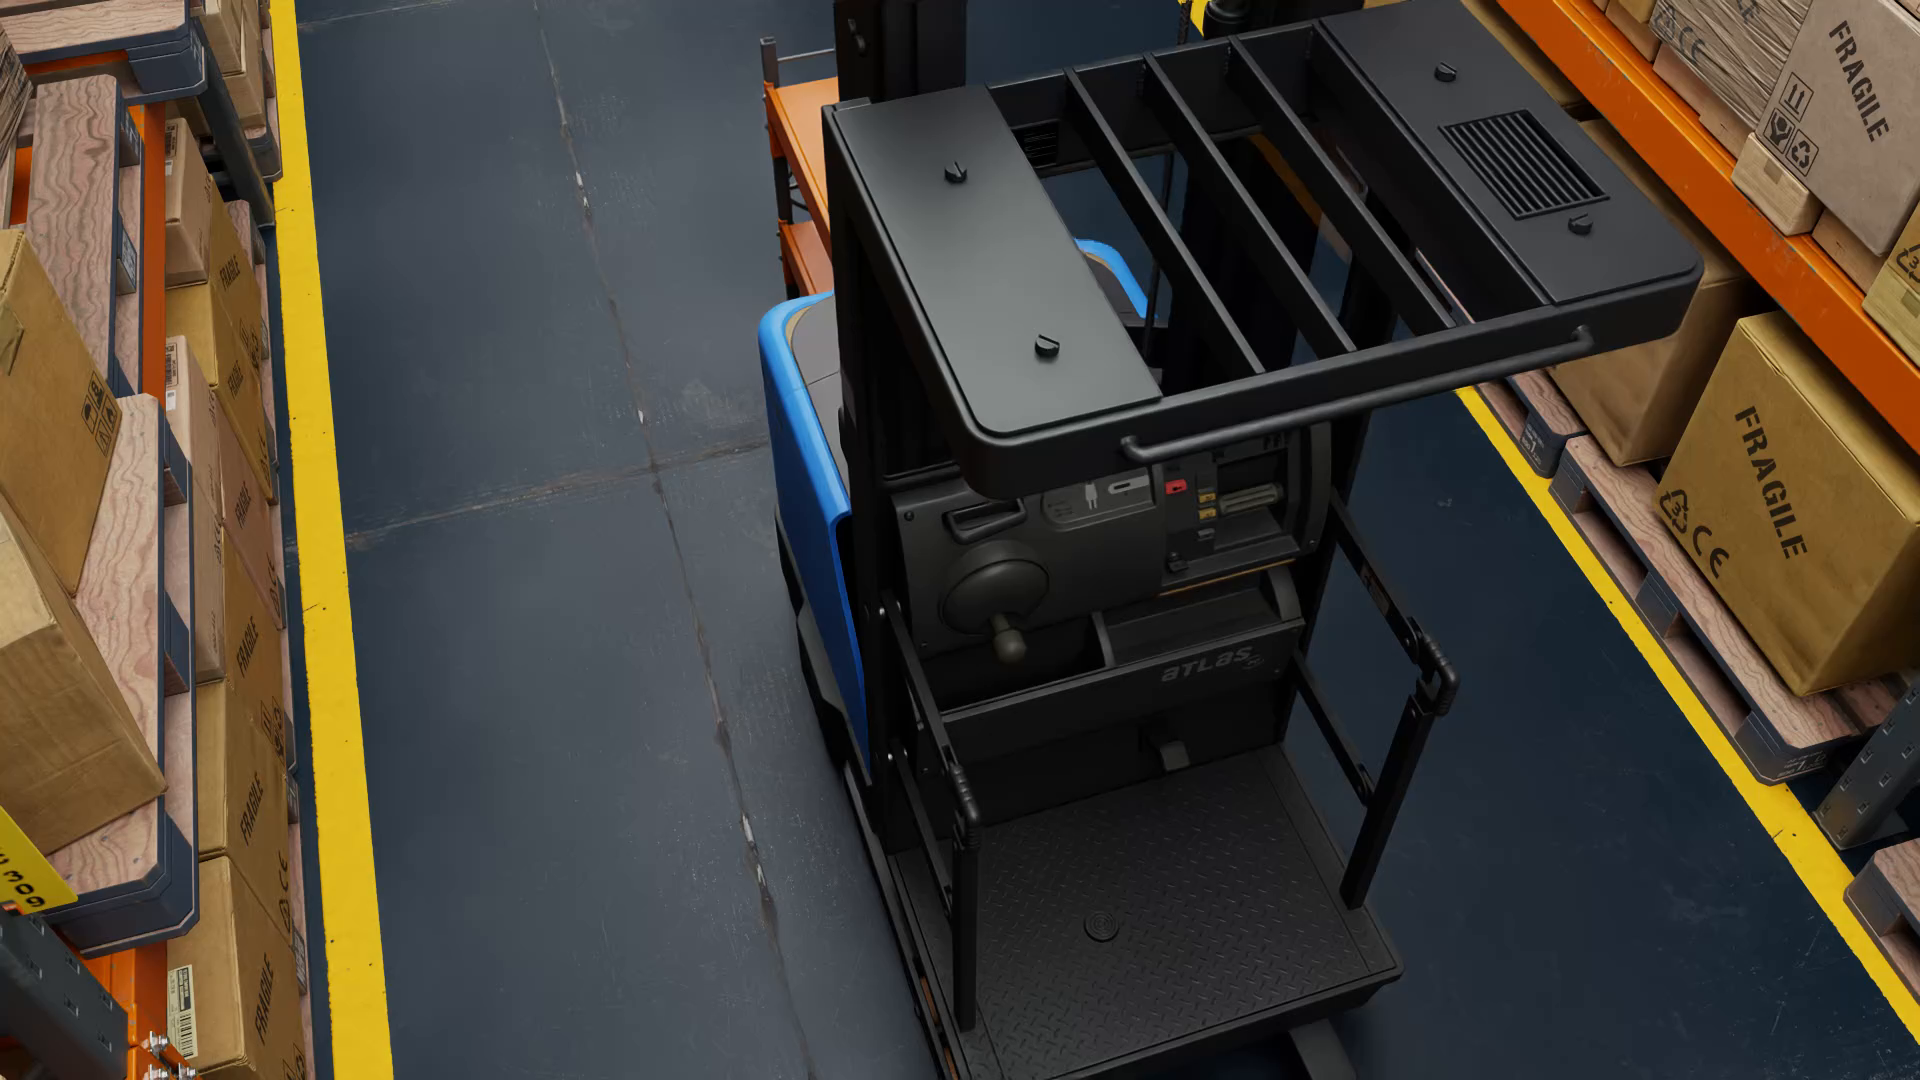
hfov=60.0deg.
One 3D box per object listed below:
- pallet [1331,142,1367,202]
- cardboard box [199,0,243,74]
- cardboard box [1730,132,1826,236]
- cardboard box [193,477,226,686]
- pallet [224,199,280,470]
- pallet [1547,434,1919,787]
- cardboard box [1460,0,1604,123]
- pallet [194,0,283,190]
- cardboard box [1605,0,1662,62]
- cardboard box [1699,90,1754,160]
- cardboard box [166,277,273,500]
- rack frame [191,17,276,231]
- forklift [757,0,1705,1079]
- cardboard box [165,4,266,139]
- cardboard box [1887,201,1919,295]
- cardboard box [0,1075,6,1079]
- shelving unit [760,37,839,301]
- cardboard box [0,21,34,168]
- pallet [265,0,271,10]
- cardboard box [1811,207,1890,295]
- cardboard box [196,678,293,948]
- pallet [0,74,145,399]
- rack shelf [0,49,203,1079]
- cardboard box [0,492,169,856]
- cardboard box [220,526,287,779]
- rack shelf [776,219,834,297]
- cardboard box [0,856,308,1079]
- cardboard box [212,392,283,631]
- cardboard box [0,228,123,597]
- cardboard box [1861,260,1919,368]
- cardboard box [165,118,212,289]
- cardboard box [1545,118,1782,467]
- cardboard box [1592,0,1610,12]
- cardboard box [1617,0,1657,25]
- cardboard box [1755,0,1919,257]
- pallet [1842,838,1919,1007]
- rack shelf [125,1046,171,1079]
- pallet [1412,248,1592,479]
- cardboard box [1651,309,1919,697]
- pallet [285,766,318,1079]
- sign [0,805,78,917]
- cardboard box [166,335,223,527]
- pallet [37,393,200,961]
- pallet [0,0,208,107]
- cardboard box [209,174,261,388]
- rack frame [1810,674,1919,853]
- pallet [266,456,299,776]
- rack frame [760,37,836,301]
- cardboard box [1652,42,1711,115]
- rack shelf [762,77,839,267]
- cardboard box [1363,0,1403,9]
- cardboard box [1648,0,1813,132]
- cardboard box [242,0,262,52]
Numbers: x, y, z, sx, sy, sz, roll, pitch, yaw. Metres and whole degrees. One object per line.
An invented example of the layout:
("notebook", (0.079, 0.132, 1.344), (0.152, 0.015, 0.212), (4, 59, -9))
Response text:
("pallet", (1.830, -1.702, 6.547), (1.003, 0.211, 1.213), (-13, 51, -11))
("cardboard box", (-2.937, -1.950, 6.089), (0.500, 0.311, 0.500), (-12, 51, -10))
("cardboard box", (2.216, -0.939, 4.231), (0.380, 0.149, 0.250), (-13, 51, -11))
("cardboard box", (-2.085, 0.134, 4.032), (0.500, 0.250, 0.500), (-13, 51, -11))
("pallet", (-2.878, -0.618, 5.633), (1.003, 0.211, 1.213), (-13, 51, -11))
("pallet", (2.552, 0.080, 5.045), (1.003, 0.211, 1.213), (-13, 51, -11))
("cardboard box", (2.014, -1.428, 5.624), (0.750, 0.750, 0.750), (-14, 51, -11))
("pallet", (-3.268, -1.782, 6.614), (1.003, 0.211, 1.213), (-13, 51, -11))
("cardboard box", (2.080, -1.515, 4.717), (0.380, 0.149, 0.250), (-12, 51, -10))
("cardboard box", (2.207, -1.132, 4.394), (0.380, 0.149, 0.250), (-13, 51, -11))
("cardboard box", (-2.409, -0.399, 4.972), (0.500, 0.500, 0.500), (-15, 51, -12))
("rack frame", (-3.062, -2.071, 5.034), (1.000, 3.000, 0.127), (-13, 51, -11))
("forklift", (0.395, 0.087, 3.260), (1.130, 2.935, 3.031), (-14, 51, -12))
("cardboard box", (-2.937, -1.769, 6.303), (0.500, 0.250, 0.500), (-13, 51, -11))
("cardboard box", (2.474, -0.687, 3.594), (0.500, 0.500, 0.500), (-14, 51, -12))
("cardboard box", (-1.486, 1.125, 2.274), (0.500, 0.500, 0.500), (-13, 51, -10))
("shelving unit", (-0.209, -0.842, 5.224), (0.538, 1.125, 1.048), (-14, 51, -12))
("cardboard box", (-2.680, -1.093, 3.869), (0.700, 0.500, 0.500), (-5, 50, -4))
("pallet", (-3.626, -2.672, 7.364), (1.003, 0.211, 1.213), (-13, 51, -11))
("cardboard box", (2.351, -0.759, 4.079), (0.380, 0.149, 0.250), (-12, 51, -10))
("cardboard box", (-1.958, 0.719, 4.029), (0.500, 0.500, 0.500), (-13, 51, -10))
("pallet", (-2.483, -0.590, 3.911), (1.003, 0.211, 1.213), (-13, 51, -11))
("rack shelf", (-2.471, -0.378, 4.078), (1.077, 0.370, 4.000), (-13, 51, -11))
("cardboard box", (-1.806, 0.286, 2.707), (0.700, 0.500, 0.500), (-30, 56, -23))
("cardboard box", (-2.099, 0.352, 4.338), (0.500, 0.500, 0.500), (-13, 51, -11))
("rack shelf", (-0.209, -0.685, 5.411), (0.538, 0.278, 1.000), (-14, 51, -12))
("cardboard box", (-1.790, 1.106, 3.703), (0.500, 0.500, 0.500), (-15, 52, -13))
("cardboard box", (-2.248, -0.017, 4.650), (0.500, 0.500, 0.500), (-15, 52, -12))
("cardboard box", (-2.070, -0.202, 3.118), (0.700, 0.500, 0.500), (-6, 50, -5))
("cardboard box", (2.384, -0.560, 3.911), (0.380, 0.149, 0.250), (-12, 51, -10))
("cardboard box", (-2.541, -0.979, 4.970), (0.500, 0.250, 0.500), (-12, 51, -10))
("cardboard box", (2.270, -0.809, 5.101), (0.750, 0.750, 0.750), (-12, 51, -10))
("cardboard box", (2.009, -1.709, 4.880), (0.380, 0.149, 0.250), (-13, 51, -11))
("cardboard box", (2.021, -1.790, 4.524), (0.500, 0.500, 0.500), (-12, 51, -10))
("cardboard box", (2.314, -1.057, 3.906), (0.500, 0.500, 0.500), (-13, 51, -11))
("pallet", (3.002, 1.200, 4.101), (1.003, 0.211, 1.213), (-13, 51, -11))
("rack shelf", (-1.288, 2.543, 1.615), (1.077, 0.370, 4.000), (-13, 51, -11))
("pallet", (2.187, -0.813, 5.797), (1.003, 0.211, 1.213), (-13, 51, -11))
("cardboard box", (2.535, -0.160, 4.554), (0.750, 0.750, 0.750), (-13, 51, -11))
("pallet", (-2.156, 1.164, 4.131), (1.003, 0.211, 1.213), (-13, 51, -11))
("sign", (-1.363, 0.443, 2.348), (0.100, 0.325, 0.005), (-13, 51, -11))
("cardboard box", (-2.234, -0.232, 4.341), (0.500, 0.250, 0.500), (-14, 51, -12))
("pallet", (-2.011, 0.304, 3.157), (1.003, 0.211, 1.213), (-13, 51, -11))
("pallet", (-2.795, -1.530, 4.703), (1.213, 0.211, 1.003), (-13, 51, -11))
("cardboard box", (-2.561, -0.777, 5.290), (0.500, 0.500, 0.500), (-12, 51, -10))
("rack frame", (2.852, -0.272, 3.518), (1.000, 3.000, 0.127), (-13, 51, -11))
("pallet", (-2.520, 0.271, 4.883), (1.003, 0.211, 1.213), (-13, 51, -11))
("rack frame", (-0.368, -1.211, 5.535), (0.500, 1.125, 0.032), (-14, 51, -12))
("cardboard box", (2.147, -1.318, 4.551), (0.380, 0.149, 0.250), (-15, 51, -12))
("rack shelf", (-0.209, -1.031, 5.000), (0.538, 0.278, 1.000), (-14, 51, -12))
("cardboard box", (1.761, -2.069, 6.164), (0.750, 0.750, 0.750), (-14, 51, -11))
("cardboard box", (2.174, -1.426, 4.217), (0.500, 0.500, 0.500), (-13, 51, -11))
("cardboard box", (-3.086, -2.136, 6.613), (0.500, 0.250, 0.500), (-15, 51, -12))
